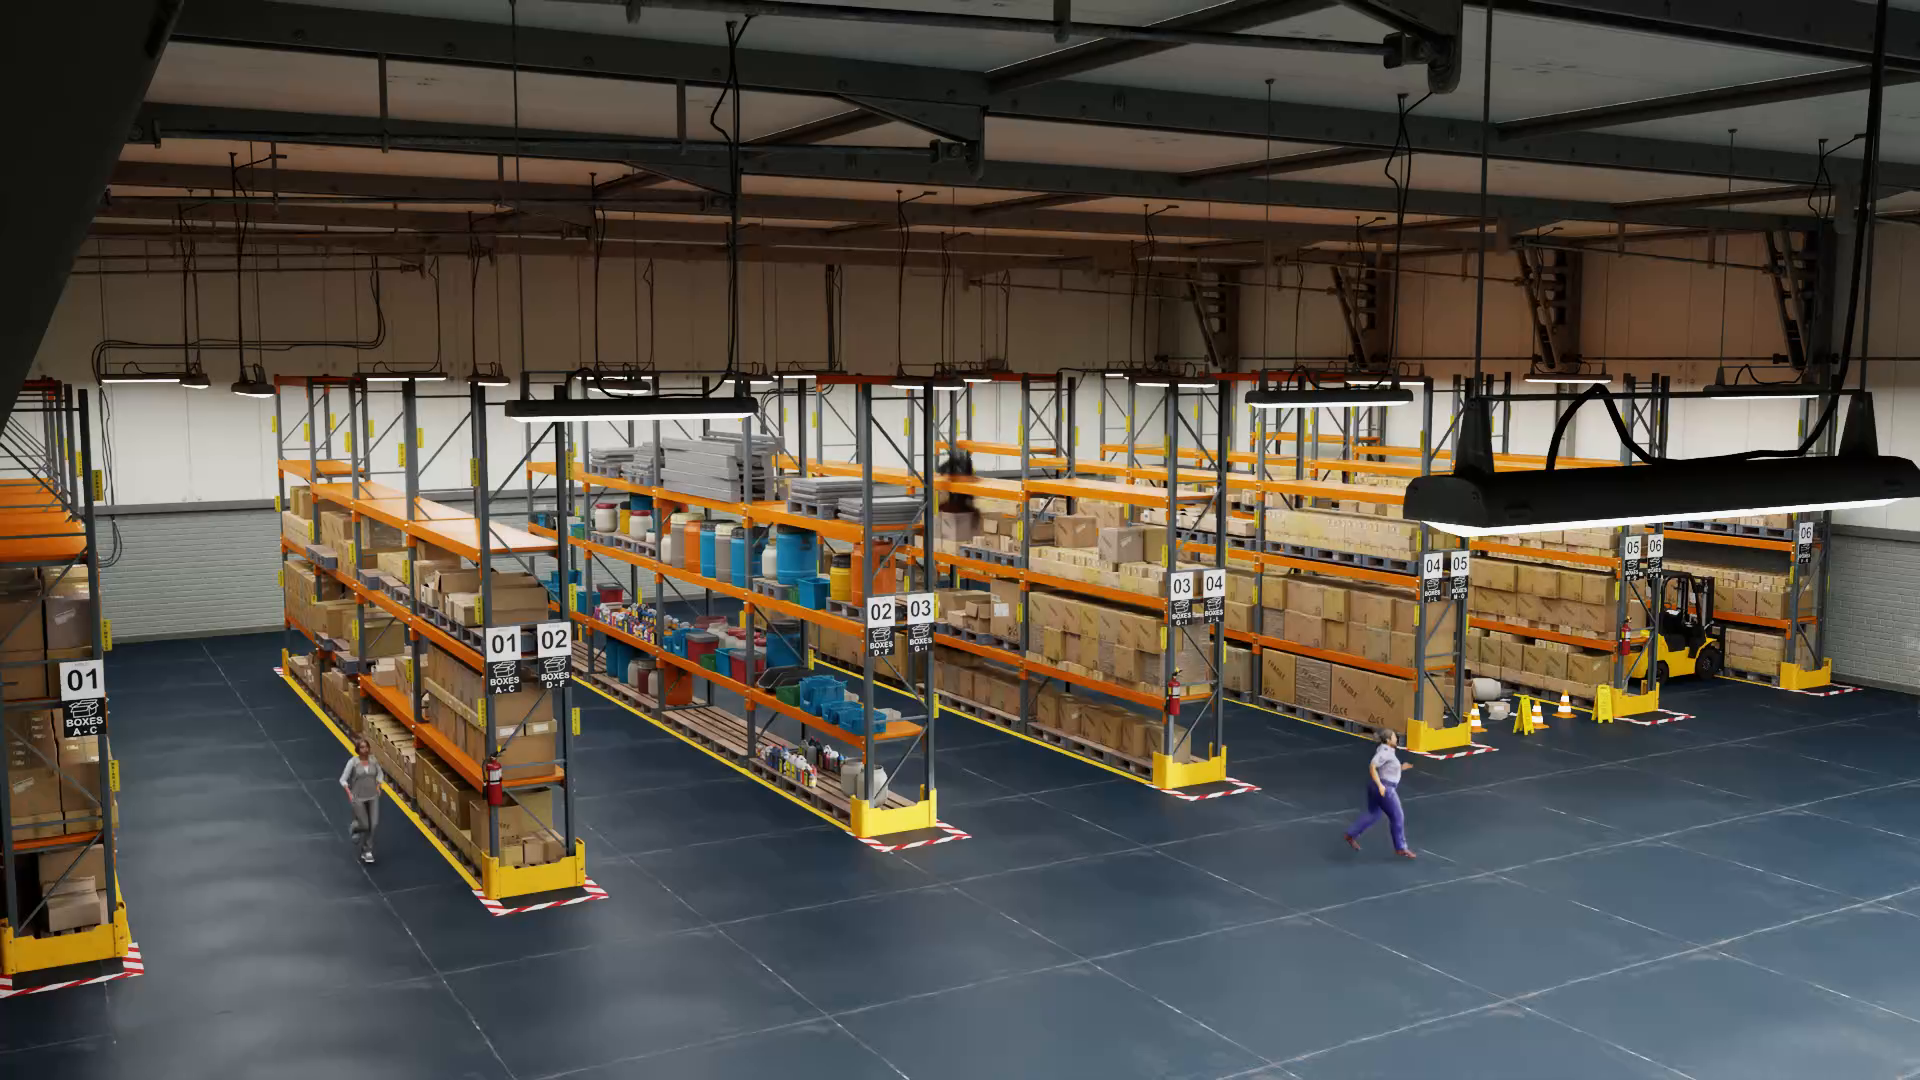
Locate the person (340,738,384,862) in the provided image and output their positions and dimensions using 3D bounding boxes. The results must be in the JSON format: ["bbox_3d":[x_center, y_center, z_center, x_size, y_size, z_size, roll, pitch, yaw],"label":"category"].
[{"bbox_3d":[-7.550,3.271,21.017,0.506,1.557,0.549,-5,8,-37],"label":"person"}]

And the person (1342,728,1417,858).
[{"bbox_3d":[5.331,3.194,21.043,0.937,1.646,0.599,0,6,1],"label":"person"}]
